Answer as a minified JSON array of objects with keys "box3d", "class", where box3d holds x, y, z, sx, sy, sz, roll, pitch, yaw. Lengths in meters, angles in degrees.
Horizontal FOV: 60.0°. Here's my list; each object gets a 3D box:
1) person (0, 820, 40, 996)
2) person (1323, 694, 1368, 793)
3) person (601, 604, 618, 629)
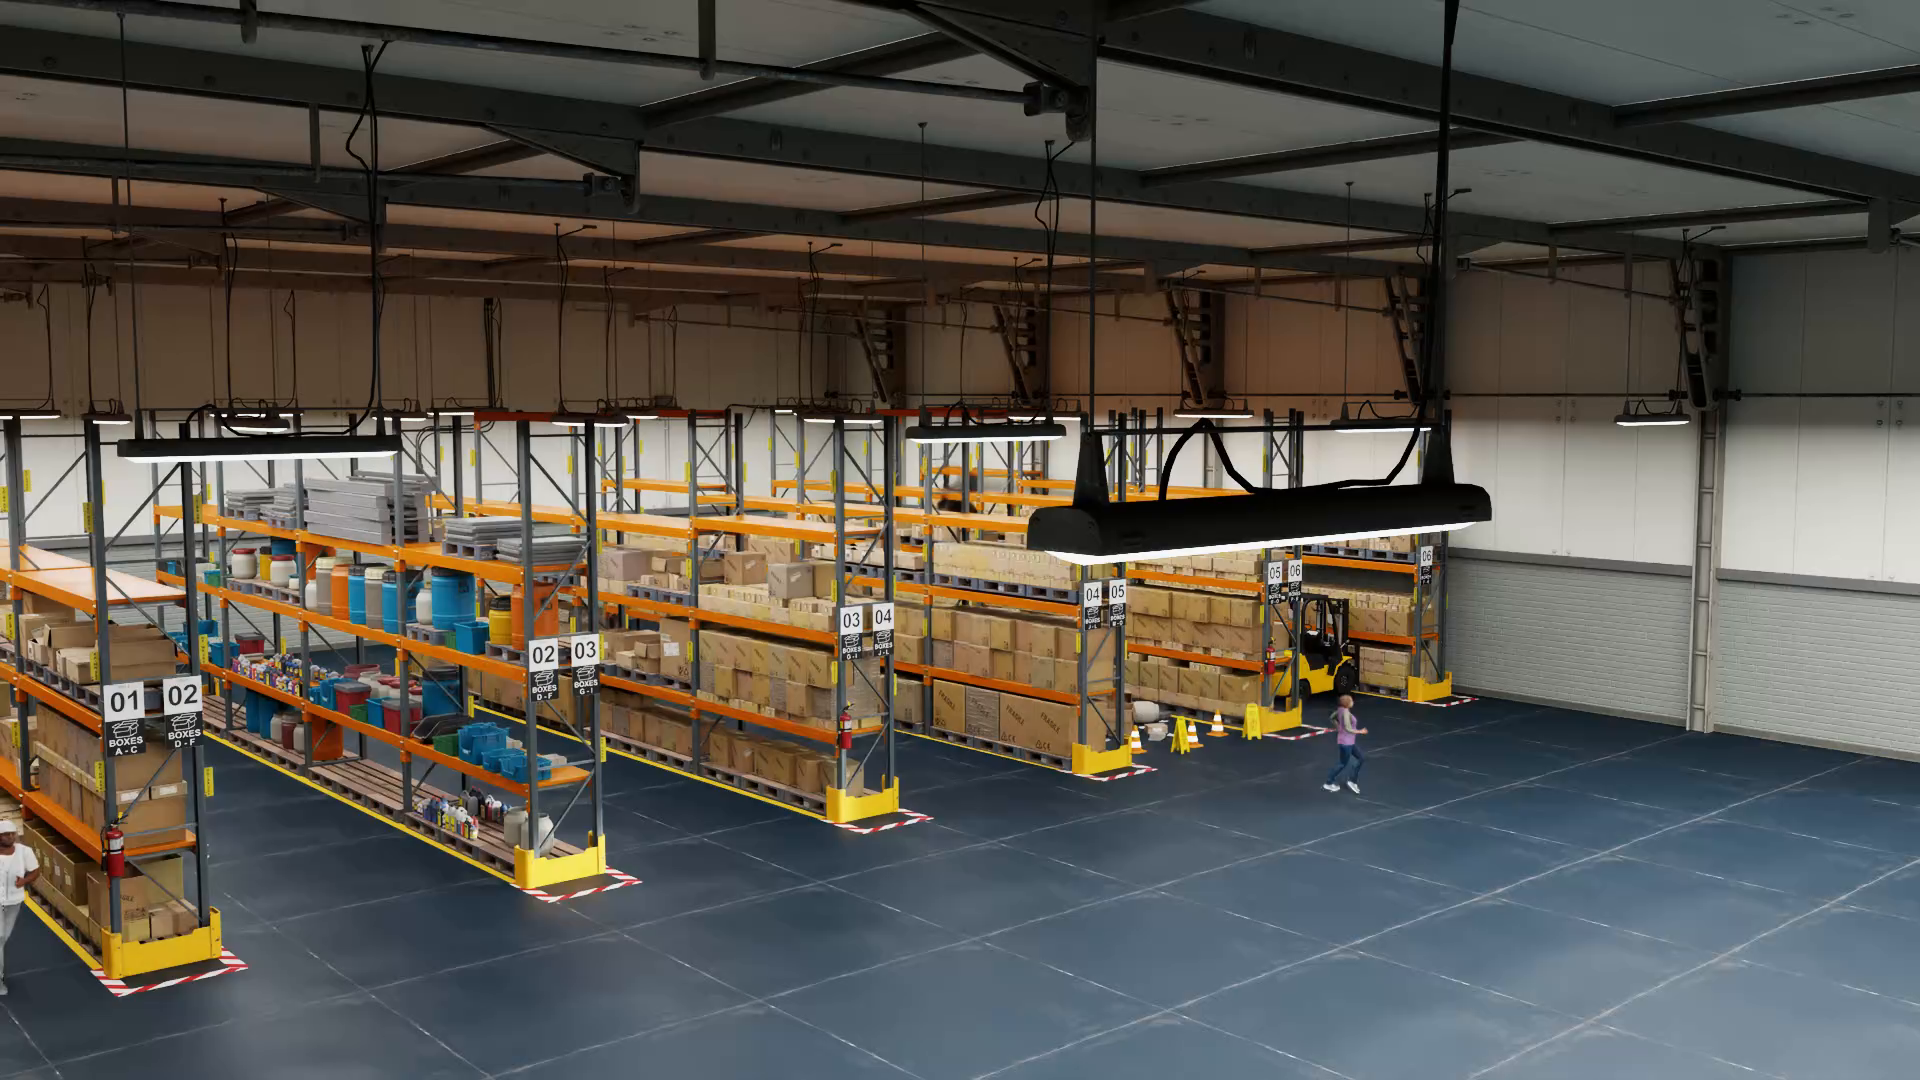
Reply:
[{"box3d":[-10.272,3.904,17.857,0.829,1.820,0.702,4,7,41],"class":"person"},{"box3d":[6.122,3.242,26.388,0.690,1.598,0.546,1,5,10],"class":"person"},{"box3d":[-8.738,1.849,41.353,0.927,1.665,0.700,0,5,5],"class":"person"}]
